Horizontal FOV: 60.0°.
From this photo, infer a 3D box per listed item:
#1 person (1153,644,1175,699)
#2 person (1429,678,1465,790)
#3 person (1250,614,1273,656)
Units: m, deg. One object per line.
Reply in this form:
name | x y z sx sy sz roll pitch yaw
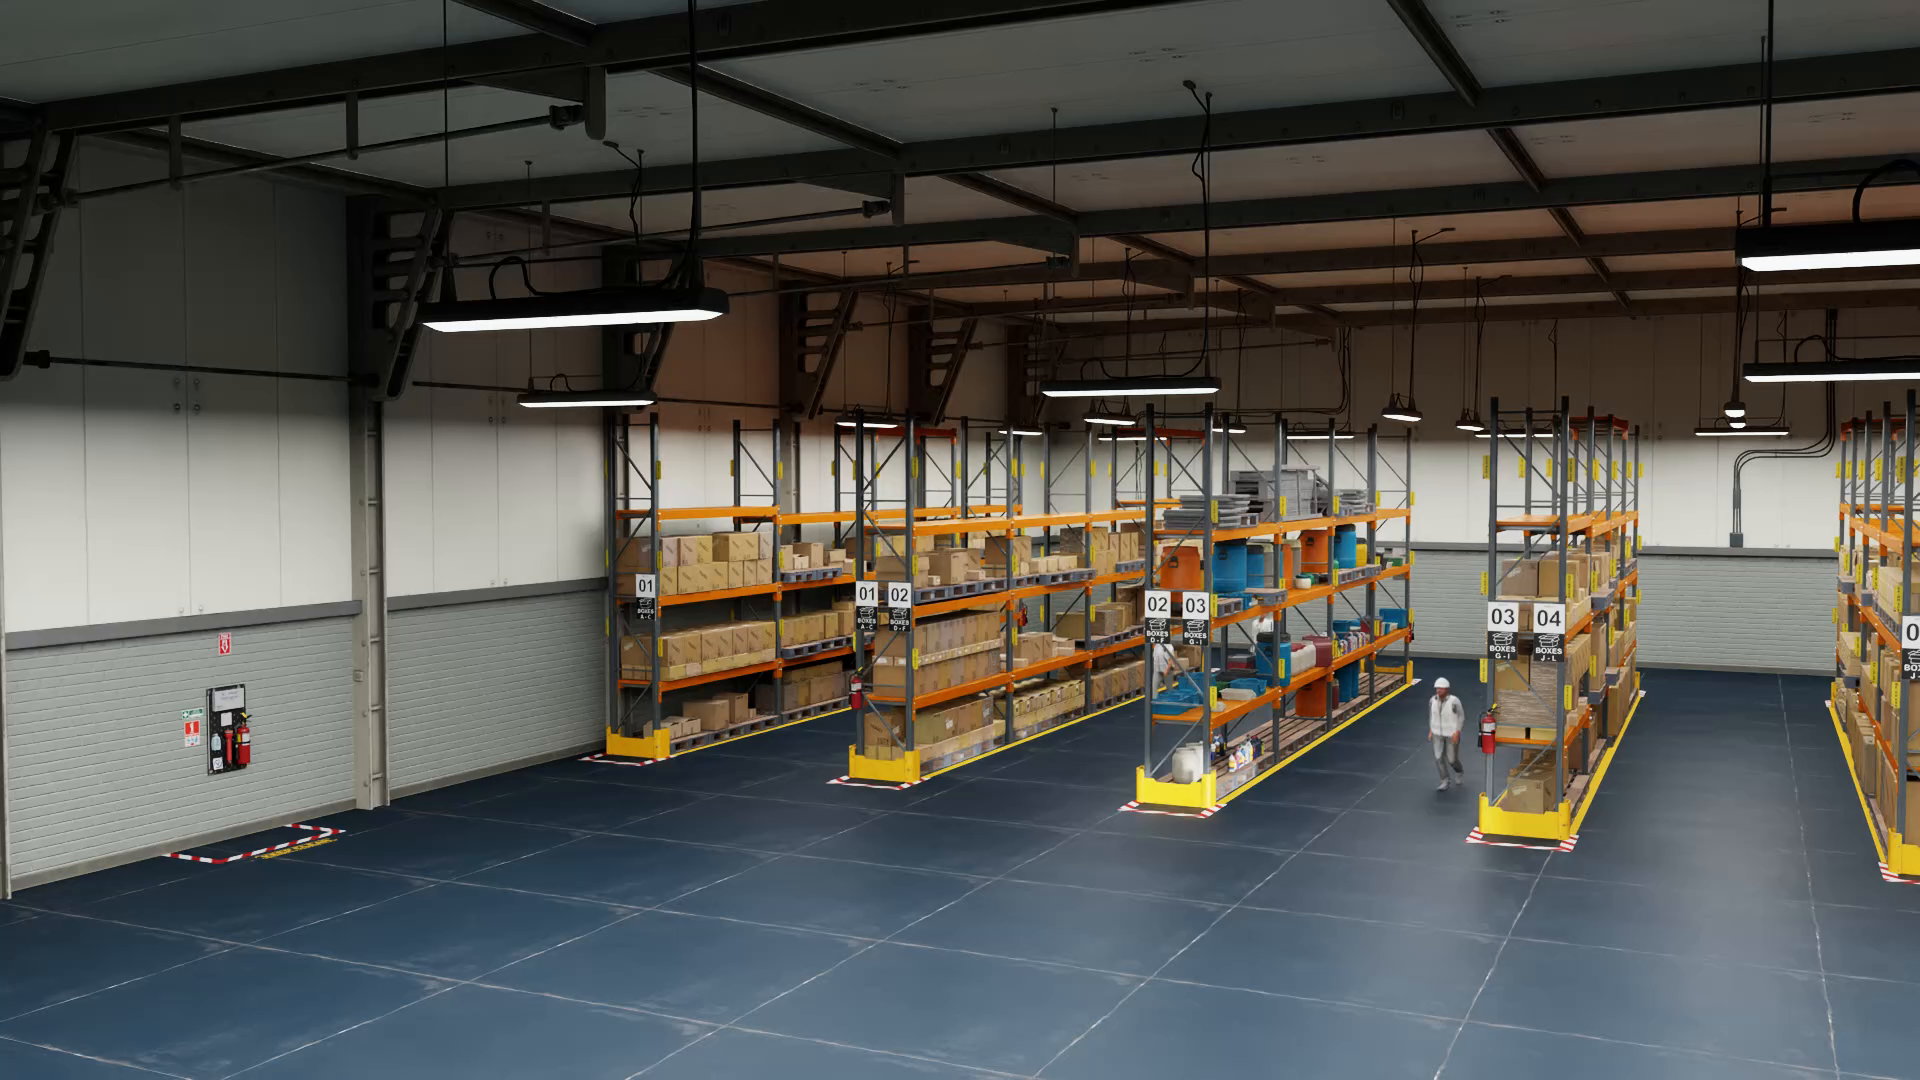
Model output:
person | 4.189 2.721 34.514 0.501 1.611 0.949 2 3 38
person | 7.679 3.031 26.166 0.600 1.754 0.660 2 3 39
person | 7.041 2.474 38.886 0.582 1.721 1.108 1 3 23
